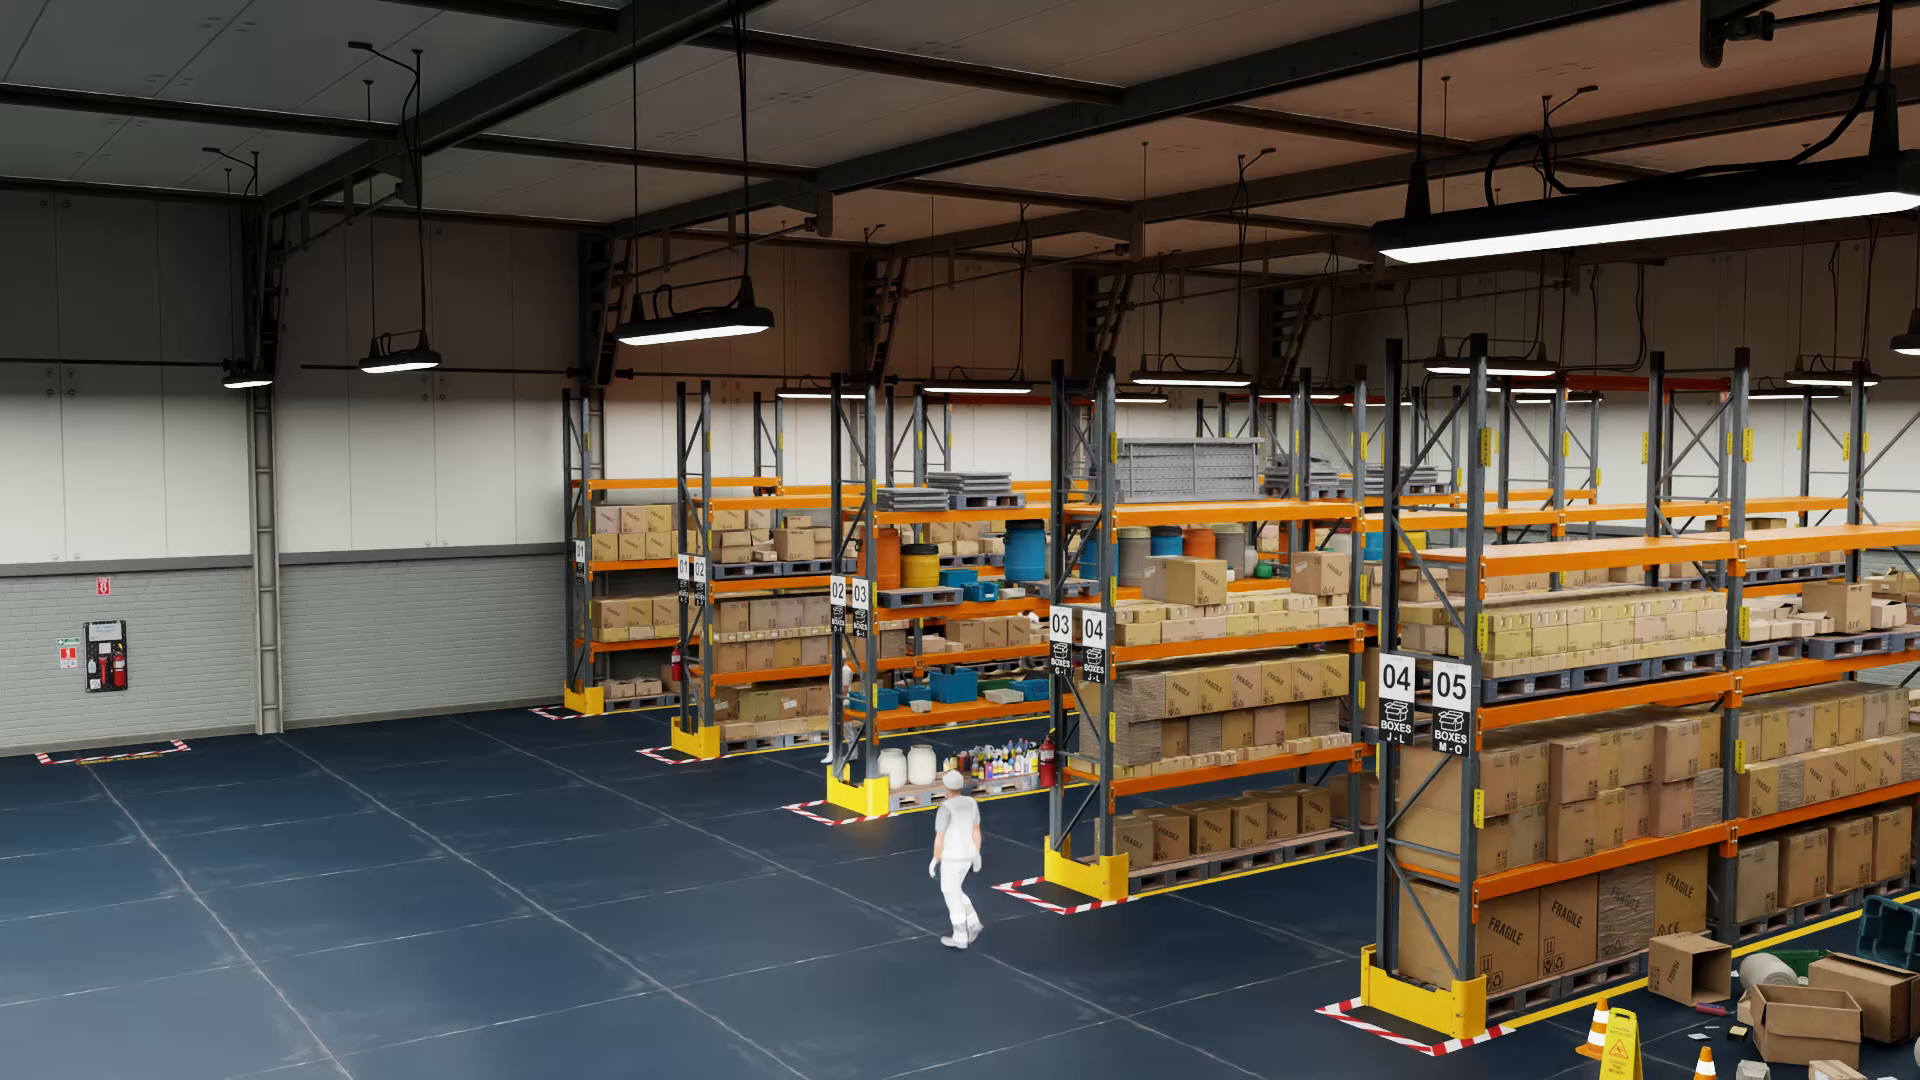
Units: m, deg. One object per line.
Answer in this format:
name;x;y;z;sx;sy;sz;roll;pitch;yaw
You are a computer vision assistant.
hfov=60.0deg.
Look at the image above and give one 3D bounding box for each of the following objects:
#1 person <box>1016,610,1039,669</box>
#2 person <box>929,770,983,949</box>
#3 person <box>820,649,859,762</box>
person;1.335;2.080;34.444;1.036;1.727;0.549;-4;5;-44
person;-0.037;3.192;16.646;0.468;1.792;0.531;3;5;36
person;-1.906;2.608;26.156;0.594;1.821;0.631;-1;4;-18
